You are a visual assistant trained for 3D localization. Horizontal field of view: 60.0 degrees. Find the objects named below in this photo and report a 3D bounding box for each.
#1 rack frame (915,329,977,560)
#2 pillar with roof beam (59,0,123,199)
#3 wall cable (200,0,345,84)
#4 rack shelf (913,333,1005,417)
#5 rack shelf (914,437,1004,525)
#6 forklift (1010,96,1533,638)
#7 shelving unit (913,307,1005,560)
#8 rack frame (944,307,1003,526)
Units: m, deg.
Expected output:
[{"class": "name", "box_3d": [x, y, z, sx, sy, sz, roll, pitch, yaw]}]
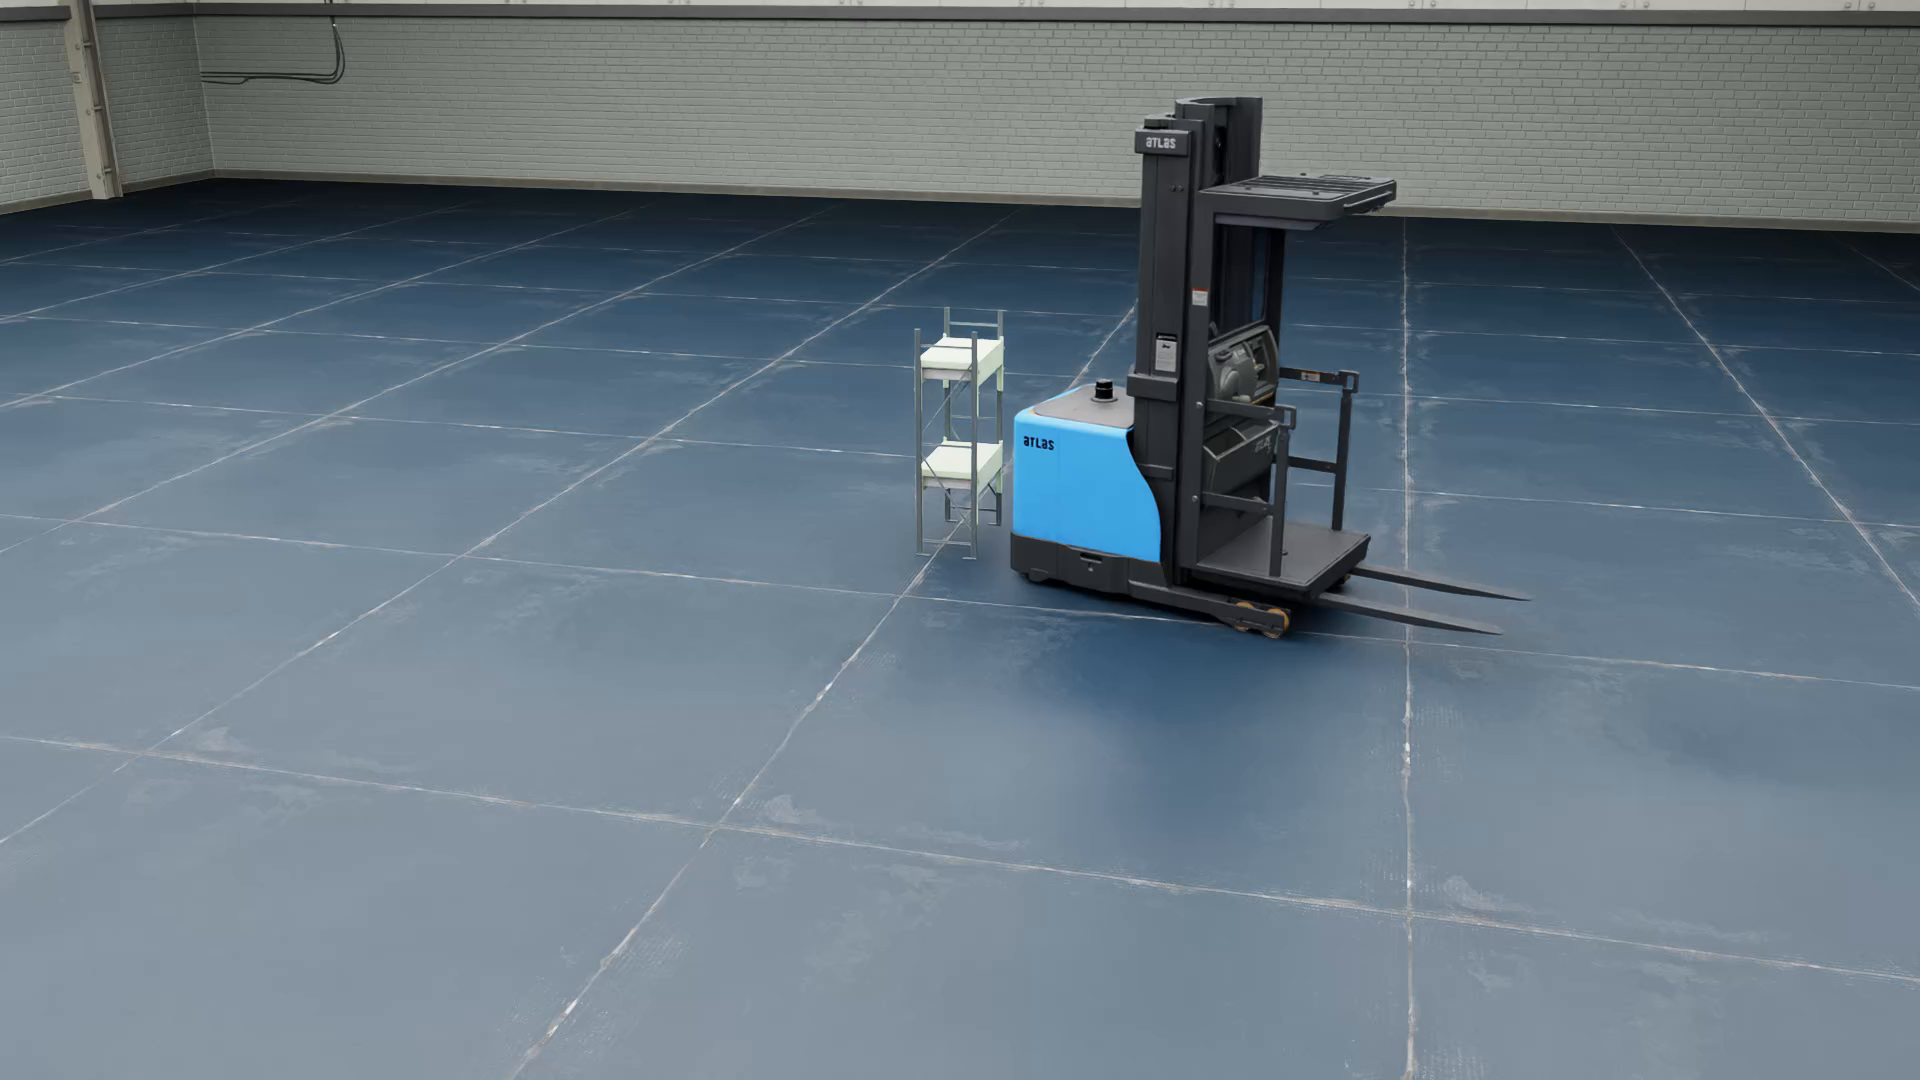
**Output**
[{"class": "rack frame", "box_3d": [-0.088, -0.597, 10.615, 0.400, 1.500, 0.023, 5, 19, 13]}, {"class": "pillar with roof beam", "box_3d": [-10.276, -9.724, 25.735, 9.100, 9.000, 0.400, 5, 19, 13]}, {"class": "wall cable", "box_3d": [-12.449, -9.414, 29.630, 3.097, 2.526, 0.112, 5, 19, 13]}, {"class": "rack shelf", "box_3d": [0.002, -1.081, 10.825, 0.431, 0.370, 0.720, 5, 19, 13]}, {"class": "rack shelf", "box_3d": [0.002, -0.403, 11.057, 0.431, 0.370, 0.720, 5, 19, 13]}, {"class": "forklift", "box_3d": [1.834, -1.021, 9.642, 3.031, 2.935, 1.130, 12, 22, 31]}, {"class": "shelving unit", "box_3d": [0.002, -0.712, 10.951, 0.431, 1.500, 0.755, 5, 19, 13]}, {"class": "rack frame", "box_3d": [0.091, -0.827, 11.287, 0.400, 1.500, 0.023, 5, 19, 13]}]
